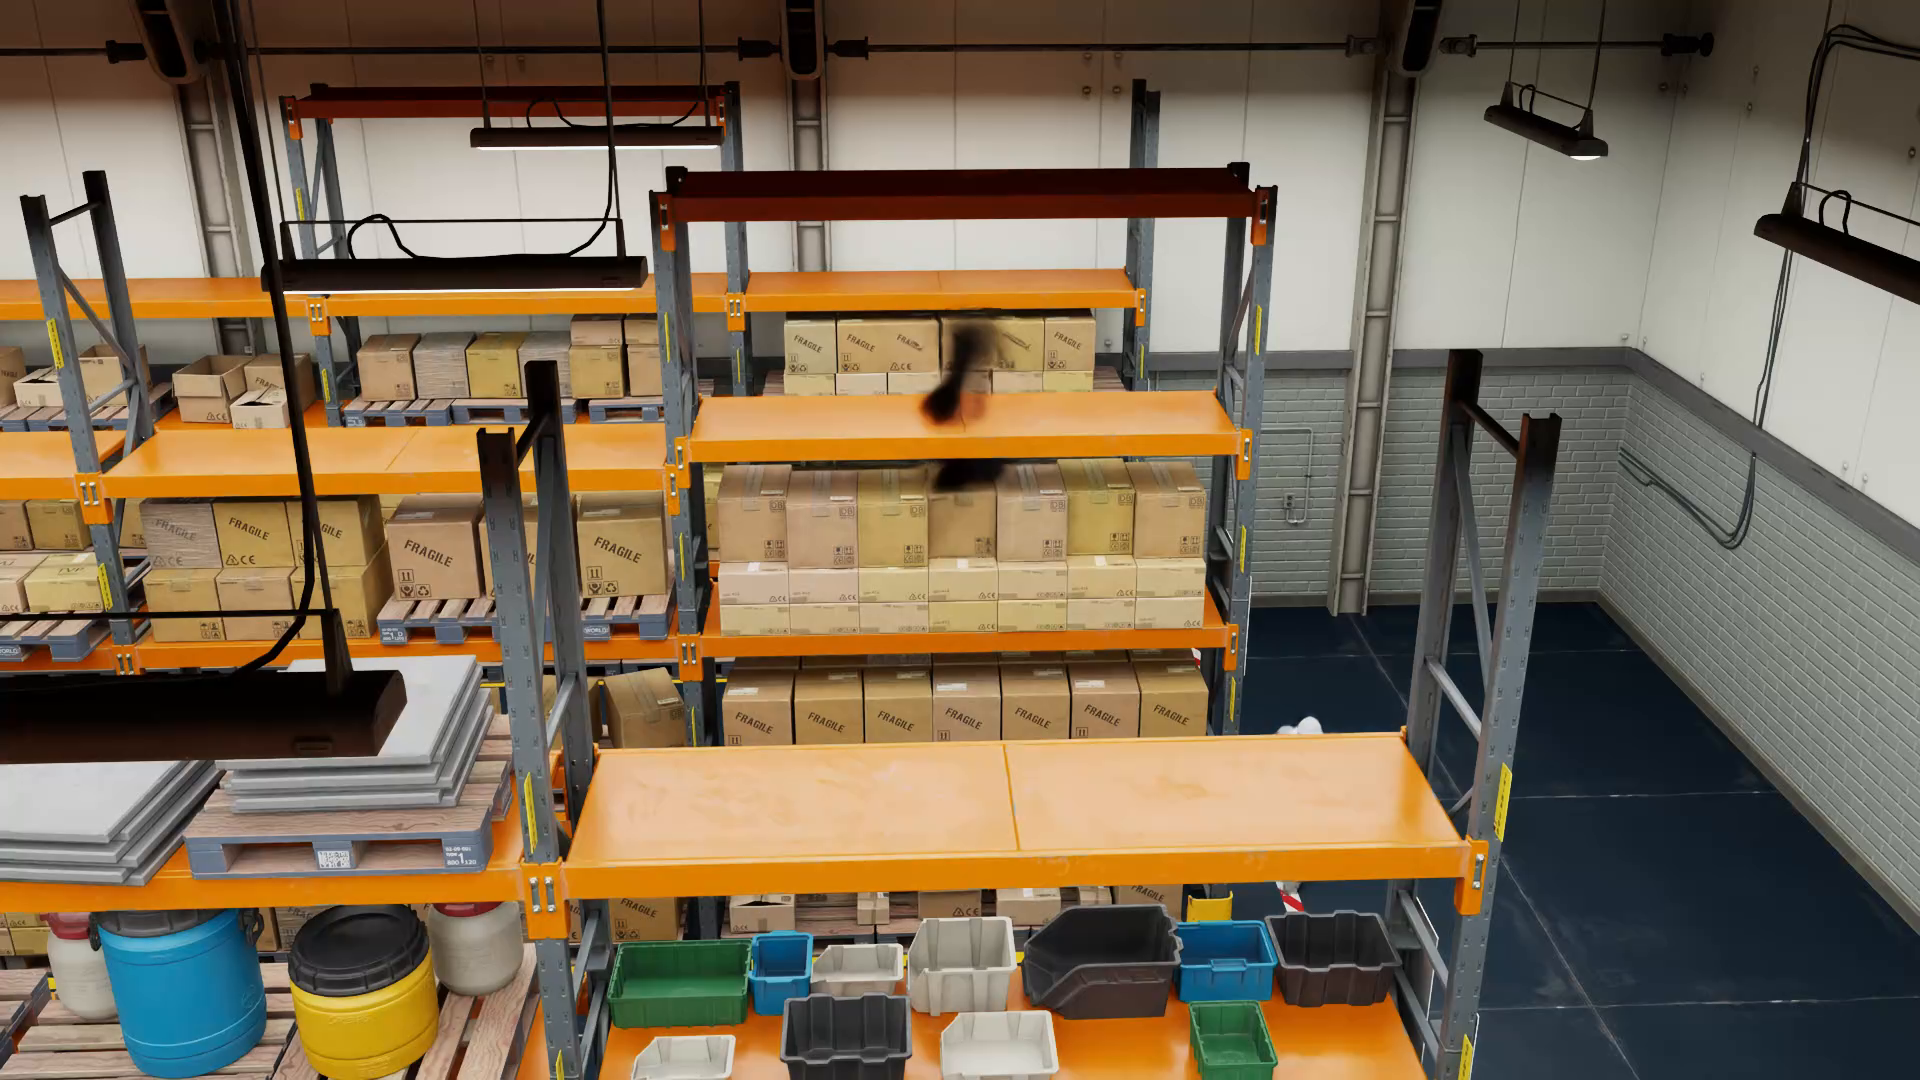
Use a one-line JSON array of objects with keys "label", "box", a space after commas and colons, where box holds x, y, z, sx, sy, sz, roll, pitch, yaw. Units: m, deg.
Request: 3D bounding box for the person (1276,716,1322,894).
[{"label": "person", "box": [2.888, 2.052, 13.878, 0.704, 1.612, 1.099, 9, 24, 20]}]
